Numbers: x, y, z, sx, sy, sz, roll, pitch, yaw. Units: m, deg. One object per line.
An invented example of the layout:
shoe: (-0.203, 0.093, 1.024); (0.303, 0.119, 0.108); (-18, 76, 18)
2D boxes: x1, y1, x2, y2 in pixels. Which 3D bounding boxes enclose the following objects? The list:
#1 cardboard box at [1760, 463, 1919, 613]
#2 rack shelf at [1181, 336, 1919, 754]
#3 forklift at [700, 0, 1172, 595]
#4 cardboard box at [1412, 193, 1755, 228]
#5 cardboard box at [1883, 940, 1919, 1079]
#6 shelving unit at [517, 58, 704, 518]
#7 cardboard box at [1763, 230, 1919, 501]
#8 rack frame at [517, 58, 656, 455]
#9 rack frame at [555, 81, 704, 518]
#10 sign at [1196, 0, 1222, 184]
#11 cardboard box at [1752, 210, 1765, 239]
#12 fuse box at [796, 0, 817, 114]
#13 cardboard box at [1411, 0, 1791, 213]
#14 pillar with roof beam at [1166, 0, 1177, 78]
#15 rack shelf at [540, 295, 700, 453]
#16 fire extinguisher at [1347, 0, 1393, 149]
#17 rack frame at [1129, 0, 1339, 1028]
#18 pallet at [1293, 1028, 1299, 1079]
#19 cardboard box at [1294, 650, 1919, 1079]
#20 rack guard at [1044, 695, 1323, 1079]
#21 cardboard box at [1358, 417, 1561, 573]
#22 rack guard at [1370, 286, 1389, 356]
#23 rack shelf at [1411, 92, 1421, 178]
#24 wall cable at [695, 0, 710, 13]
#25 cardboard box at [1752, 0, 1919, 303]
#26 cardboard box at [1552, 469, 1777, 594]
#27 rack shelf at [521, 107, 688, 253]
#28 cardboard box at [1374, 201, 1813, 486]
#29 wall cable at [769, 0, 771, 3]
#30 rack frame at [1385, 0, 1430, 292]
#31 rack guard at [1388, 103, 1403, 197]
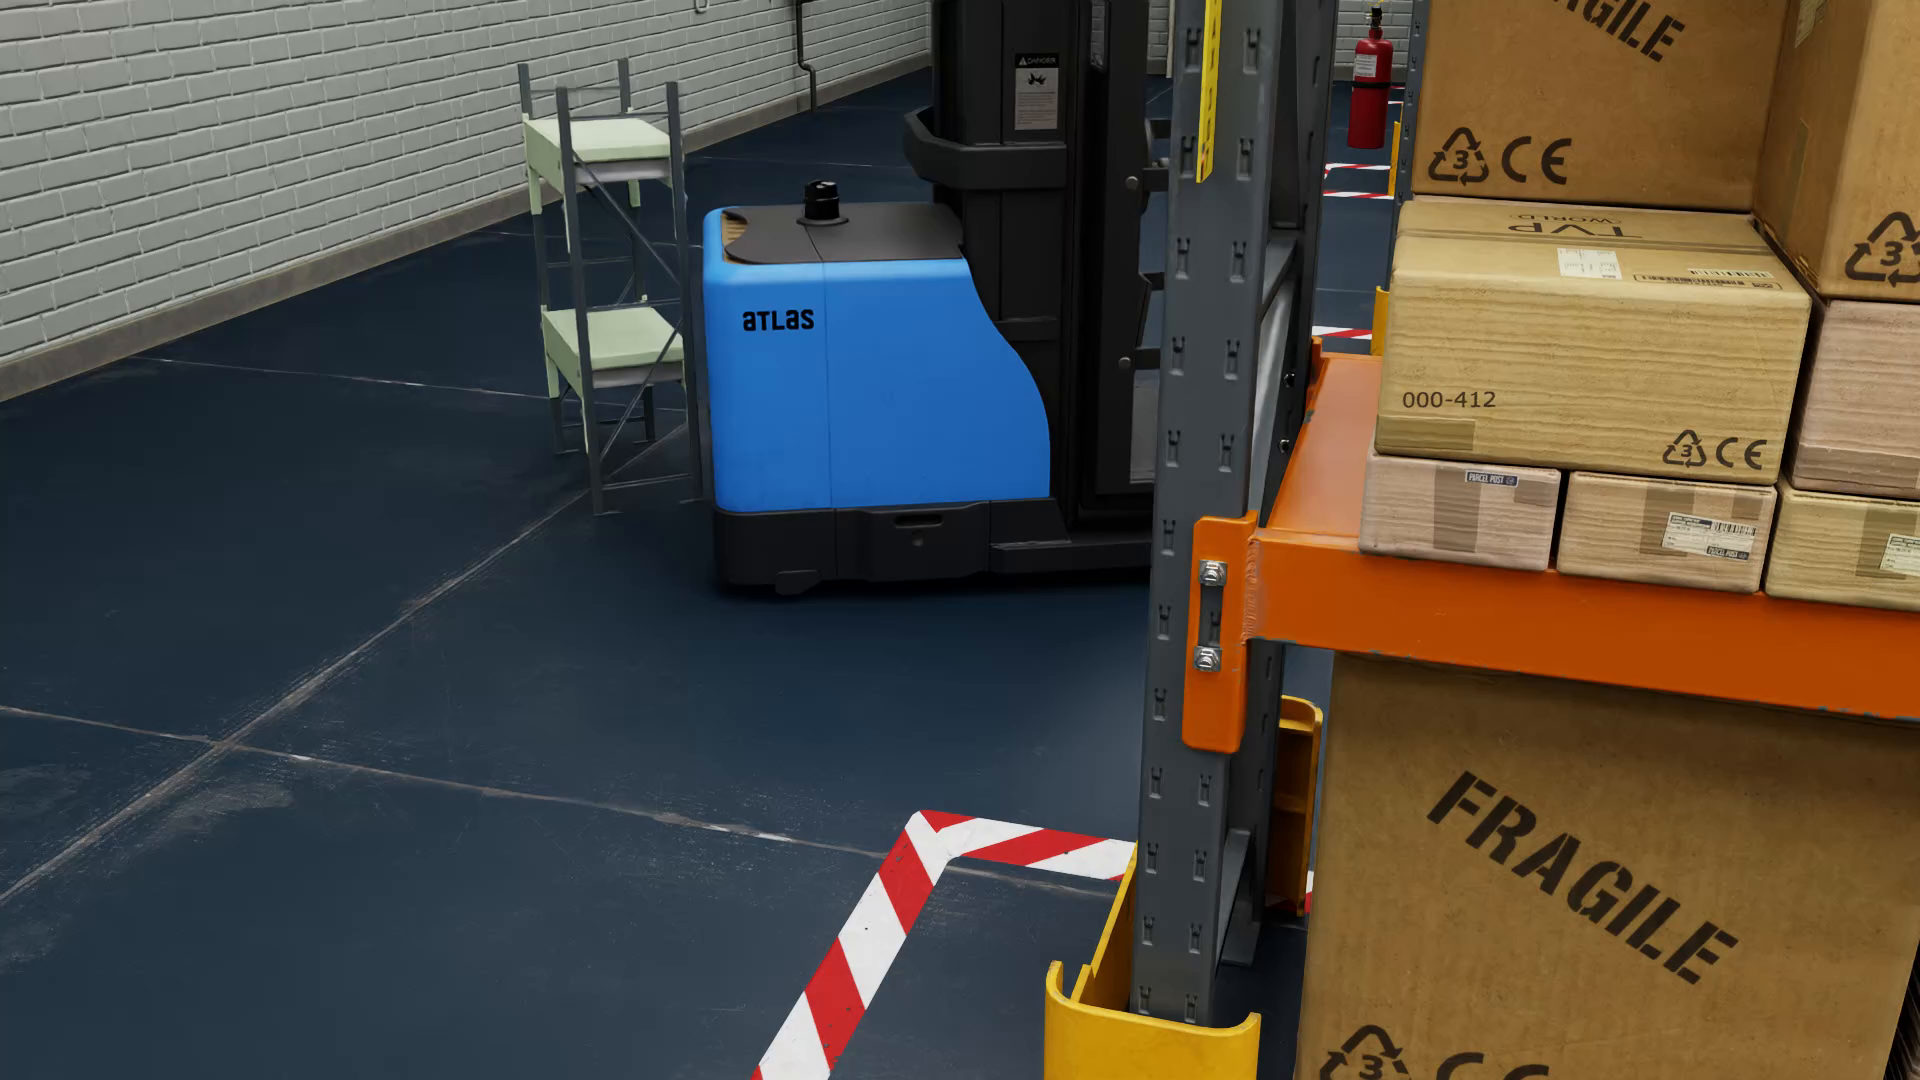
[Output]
cardboard box: (1.216, -0.049, 2.268); (0.250, 0.149, 0.380); (6, 23, 14)
rack shelf: (2.395, 0.173, 2.345); (4.000, 0.370, 1.077); (7, 23, 16)
forklift: (0.660, -1.420, 5.369); (3.031, 2.935, 1.130); (-3, 23, -8)
cardboard box: (1.020, -0.491, 2.820); (0.500, 0.250, 0.500); (6, 23, 15)
cardboard box: (1.987, 0.550, 2.723); (0.875, 0.875, 0.875); (7, 23, 16)
shelving unit: (-1.275, -0.936, 6.075); (0.431, 1.500, 0.755); (-9, 24, -21)
cardboard box: (1.361, -0.242, 2.214); (0.500, 0.250, 0.500); (6, 23, 15)
rack frame: (-1.419, -1.063, 6.386); (0.400, 1.500, 0.023); (-9, 24, -21)
rack frame: (-1.130, -0.808, 5.764); (0.400, 1.500, 0.023); (-9, 24, -21)
sign: (0.314, -0.616, 2.074); (0.005, 0.325, 0.100); (7, 23, 16)
cardboard box: (1.506, -0.435, 2.684); (0.500, 0.250, 0.500); (6, 23, 15)
fuse box: (-1.316, -4.741, 15.073); (0.414, 1.711, 0.539); (7, 23, 16)
cardboard box: (1.022, -0.837, 2.675); (0.500, 0.500, 0.500); (7, 23, 16)
pillar with roof beam: (1.208, -7.618, 12.485); (0.400, 9.000, 9.100); (7, 23, 16)
rack shelf: (-1.275, -0.634, 6.198); (0.431, 0.370, 0.720); (-9, 24, -21)
fire extinguisher: (1.901, -2.158, 7.671); (0.183, 0.674, 0.296); (7, 23, 16)
rack frame: (0.480, -0.380, 2.743); (0.127, 3.000, 1.000); (7, 23, 16)
pallet: (1.268, 0.970, 3.128); (1.213, 0.211, 1.003); (7, 23, 16)
cardboard box: (1.116, 0.450, 2.966); (0.875, 0.875, 0.875); (7, 23, 16)
rack guard: (0.457, 0.774, 3.224); (0.348, 0.500, 1.175); (7, 23, 16)
cardboard box: (0.724, -0.105, 2.403); (0.250, 0.149, 0.380); (7, 23, 16)
rack guard: (2.082, -1.006, 7.563); (0.348, 0.500, 1.175); (7, 23, 16)
rack shelf: (3.924, -1.618, 6.711); (4.000, 0.370, 1.077); (7, 23, 16)
wall cable: (-2.063, -5.074, 12.808); (0.123, 1.953, 0.585); (7, 23, 16)
cardboard box: (1.340, -0.589, 2.071); (0.500, 0.500, 0.500); (6, 23, 14)
cardboard box: (0.970, -0.077, 2.336); (0.250, 0.149, 0.380); (6, 23, 15)
rack shelf: (-1.275, -1.297, 5.927); (0.431, 0.370, 0.720); (-9, 24, -21)
cardboard box: (0.861, -0.297, 2.347); (0.500, 0.250, 0.500); (6, 23, 14)
wall cable: (-1.664, -5.576, 14.073); (0.122, 1.984, 0.588); (7, 23, 16)
rack frame: (2.009, -2.171, 7.109); (0.127, 3.000, 1.000); (7, 23, 16)
rack guard: (3.319, -2.826, 12.001); (0.348, 0.500, 1.175); (7, 23, 16)
